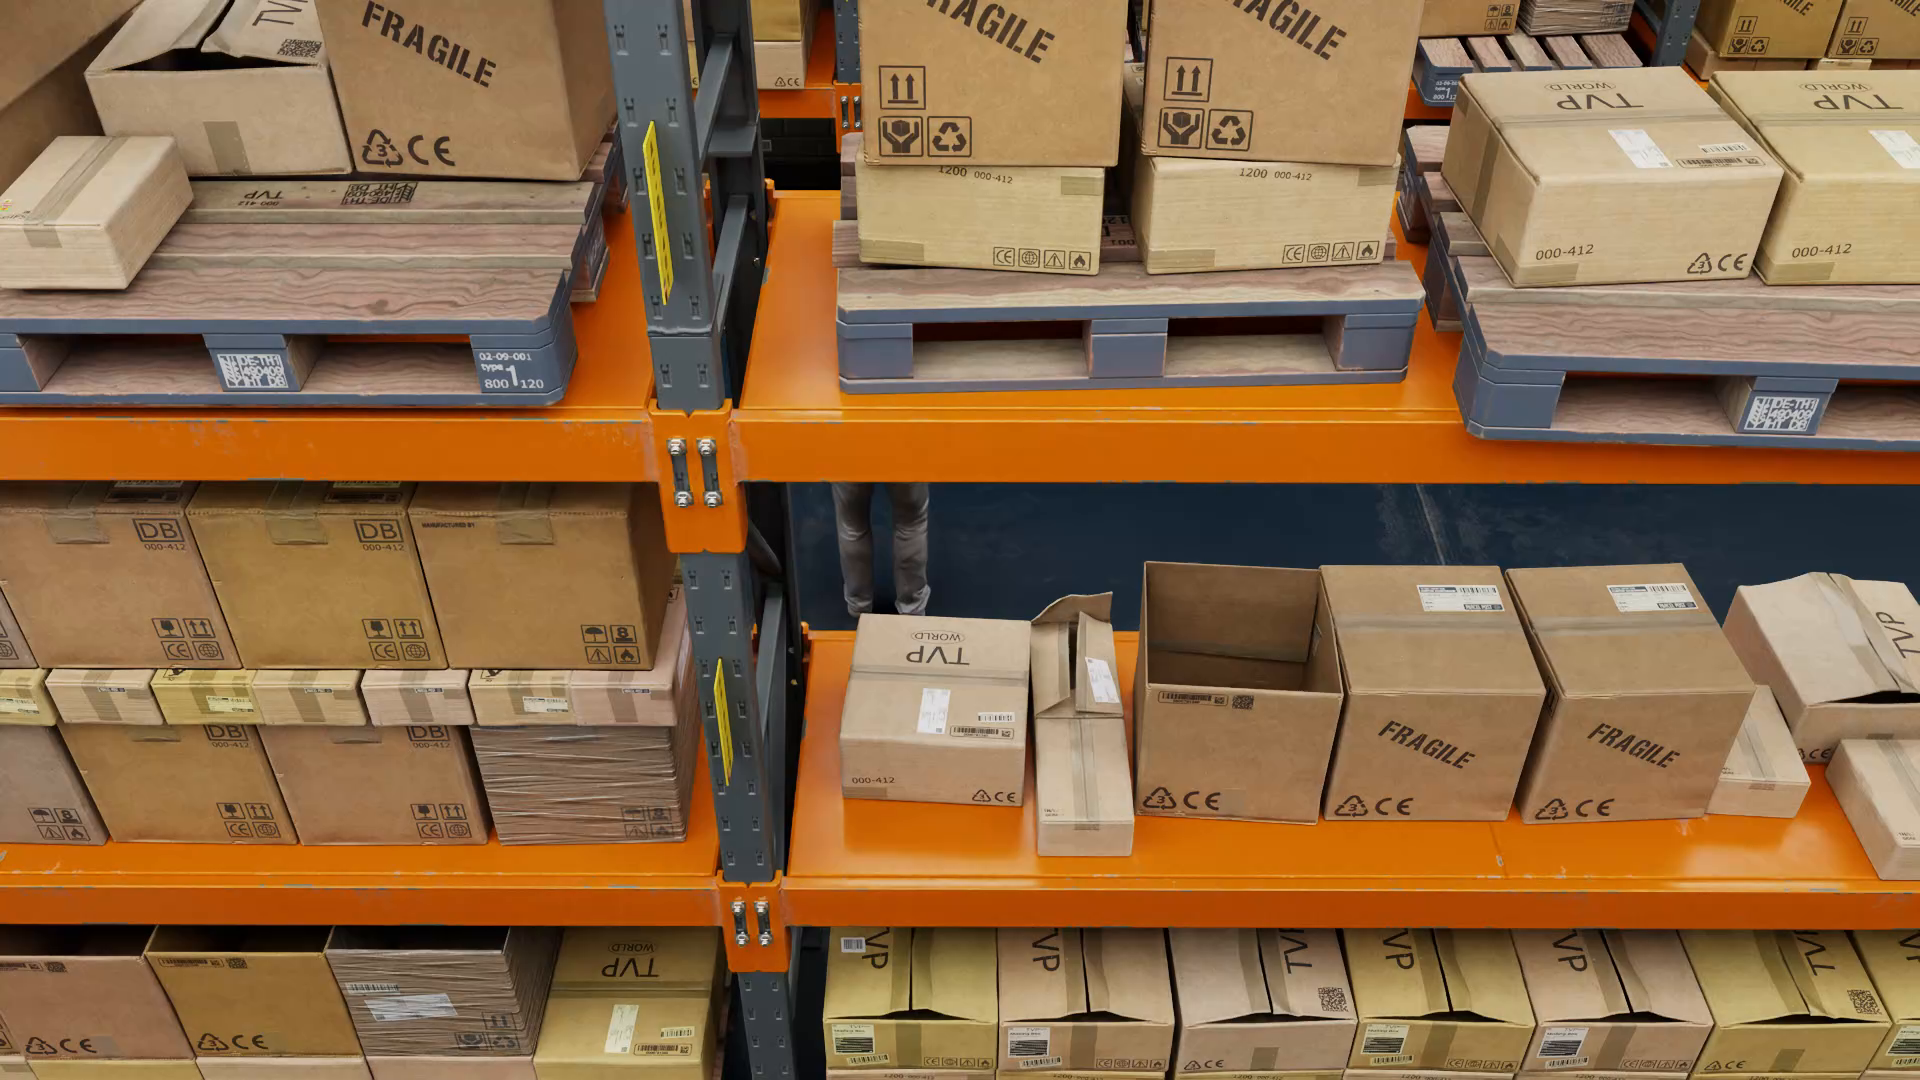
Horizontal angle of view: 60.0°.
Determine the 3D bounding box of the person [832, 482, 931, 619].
[{"bbox_3d":[-0.346,-0.442,6.689,0.501,1.746,0.592,-1,39,-1],"label":"person"}]
